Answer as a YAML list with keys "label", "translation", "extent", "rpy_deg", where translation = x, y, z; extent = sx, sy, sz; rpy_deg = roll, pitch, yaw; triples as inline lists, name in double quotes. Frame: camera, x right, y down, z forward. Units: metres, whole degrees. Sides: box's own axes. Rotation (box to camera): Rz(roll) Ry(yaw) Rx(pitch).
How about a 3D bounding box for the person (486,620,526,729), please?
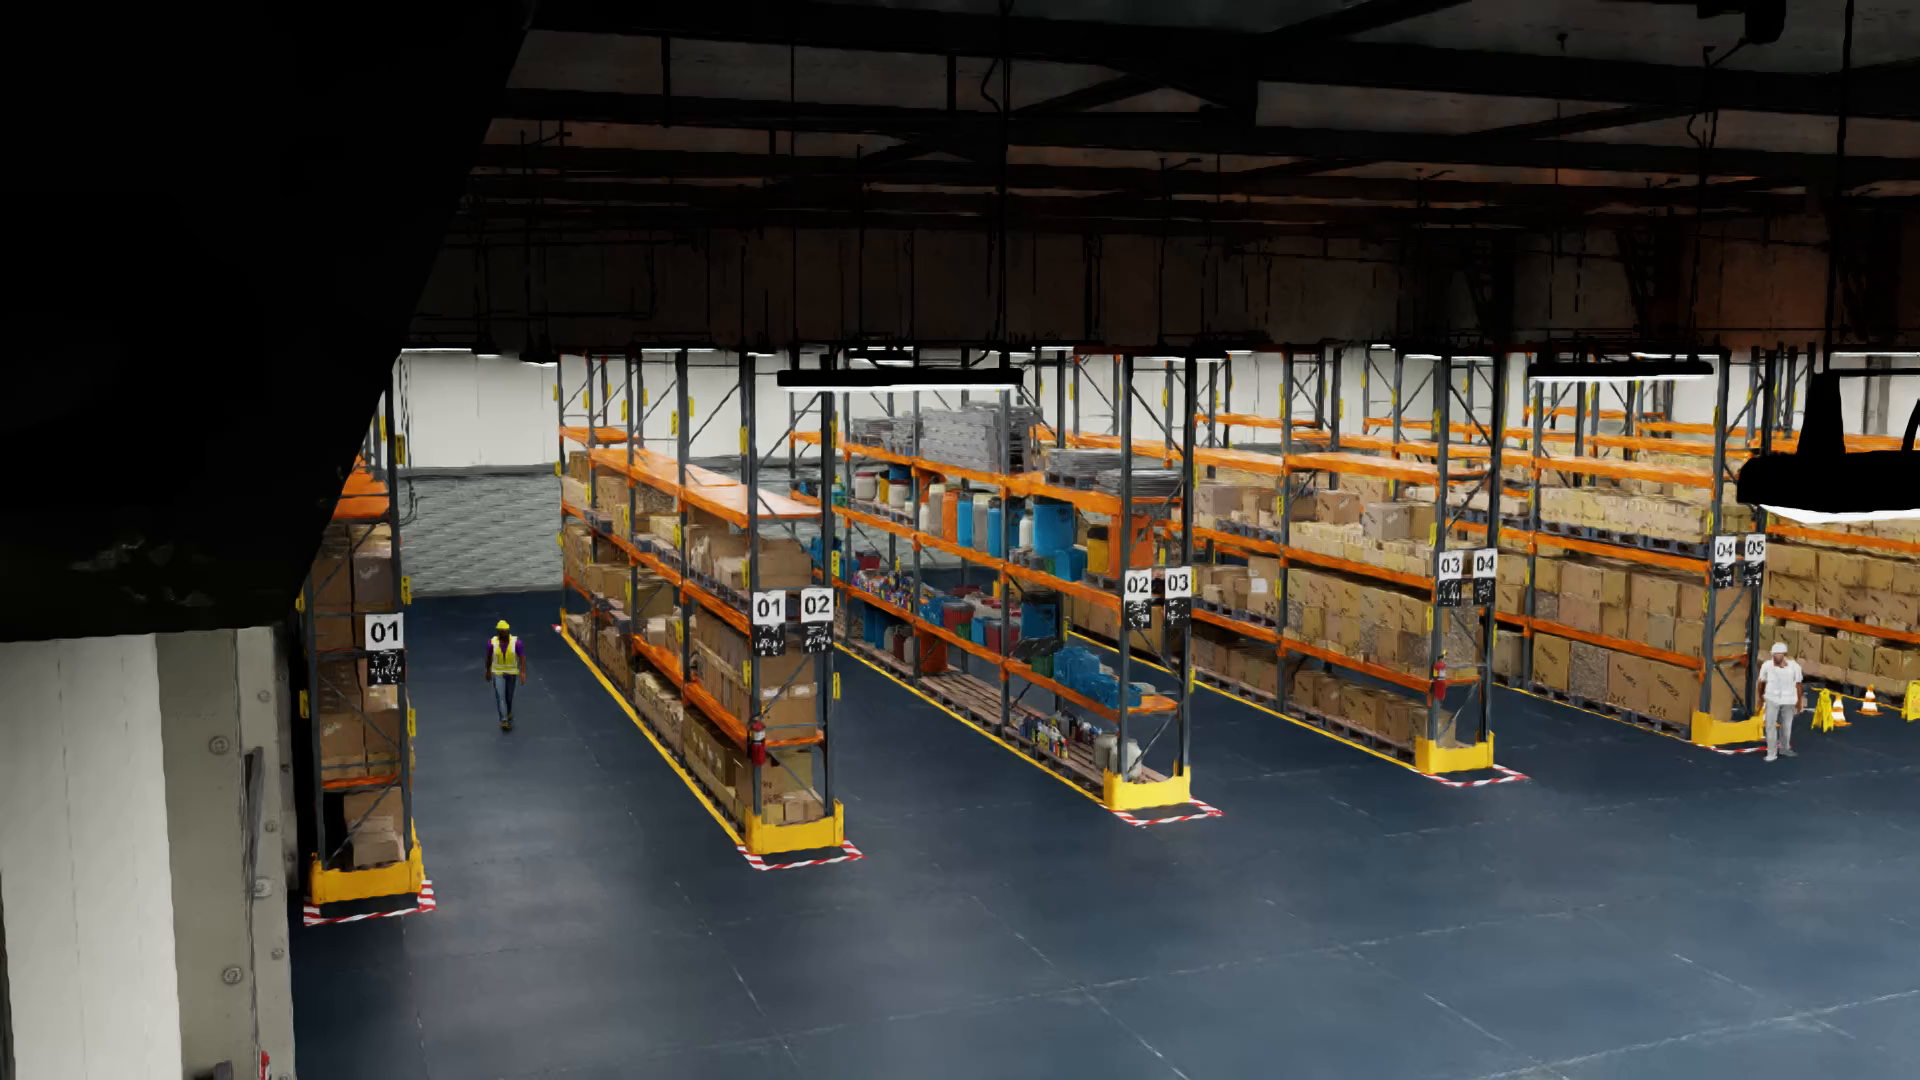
- label: "person"
  translation: [-7.247, 2.115, 26.565]
  extent: [0.591, 1.716, 1.042]
  rpy_deg: [-3, 8, -22]

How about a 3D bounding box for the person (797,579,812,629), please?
- label: "person"
  translation: [-3.370, 1.042, 35.247]
  extent: [0.436, 1.618, 1.001]
  rpy_deg: [-2, 7, -12]

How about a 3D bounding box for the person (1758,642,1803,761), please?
- label: "person"
  translation: [12.090, 2.361, 24.527]
  extent: [0.595, 1.757, 0.596]
  rpy_deg: [4, 8, 27]
